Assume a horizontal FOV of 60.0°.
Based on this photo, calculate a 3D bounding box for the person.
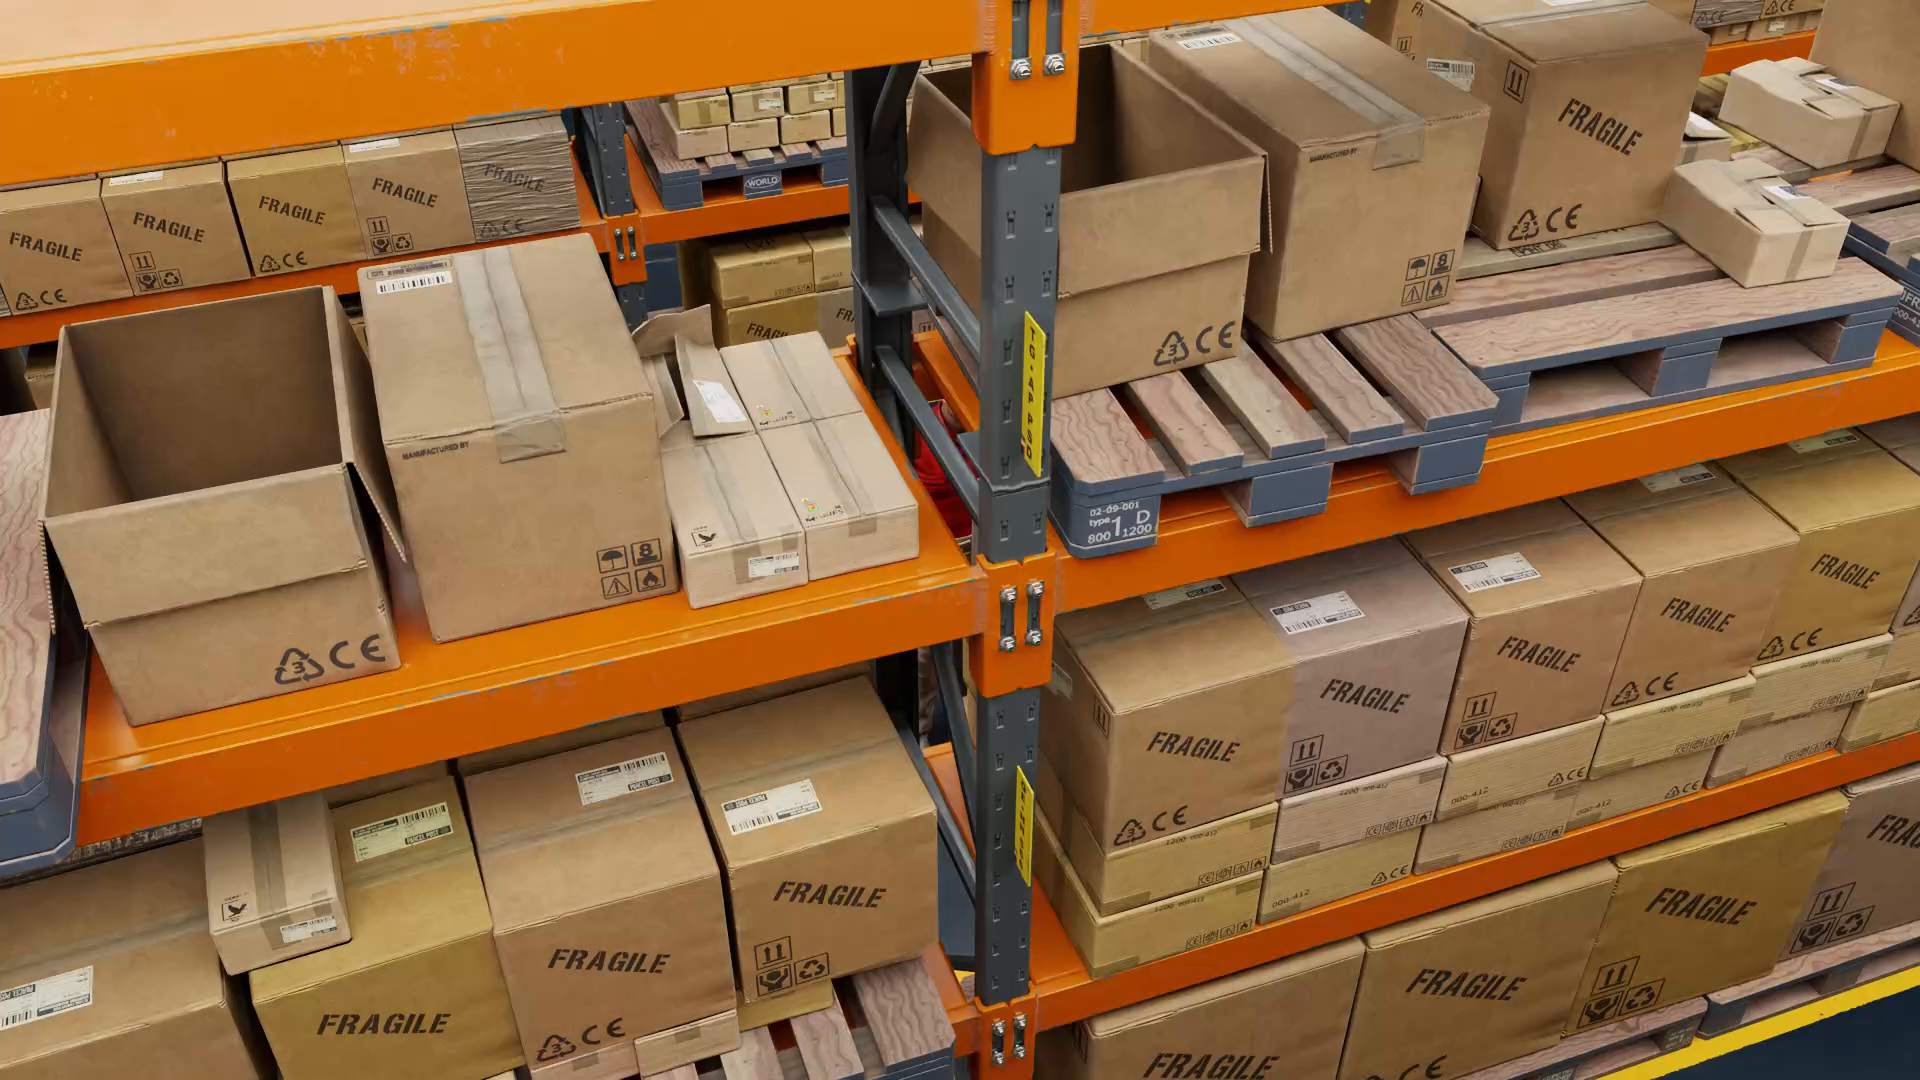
[{"bbox_3d":[0.009,0.109,6.640,0.641,1.727,0.550,-12,39,-16],"label":"person"}]
